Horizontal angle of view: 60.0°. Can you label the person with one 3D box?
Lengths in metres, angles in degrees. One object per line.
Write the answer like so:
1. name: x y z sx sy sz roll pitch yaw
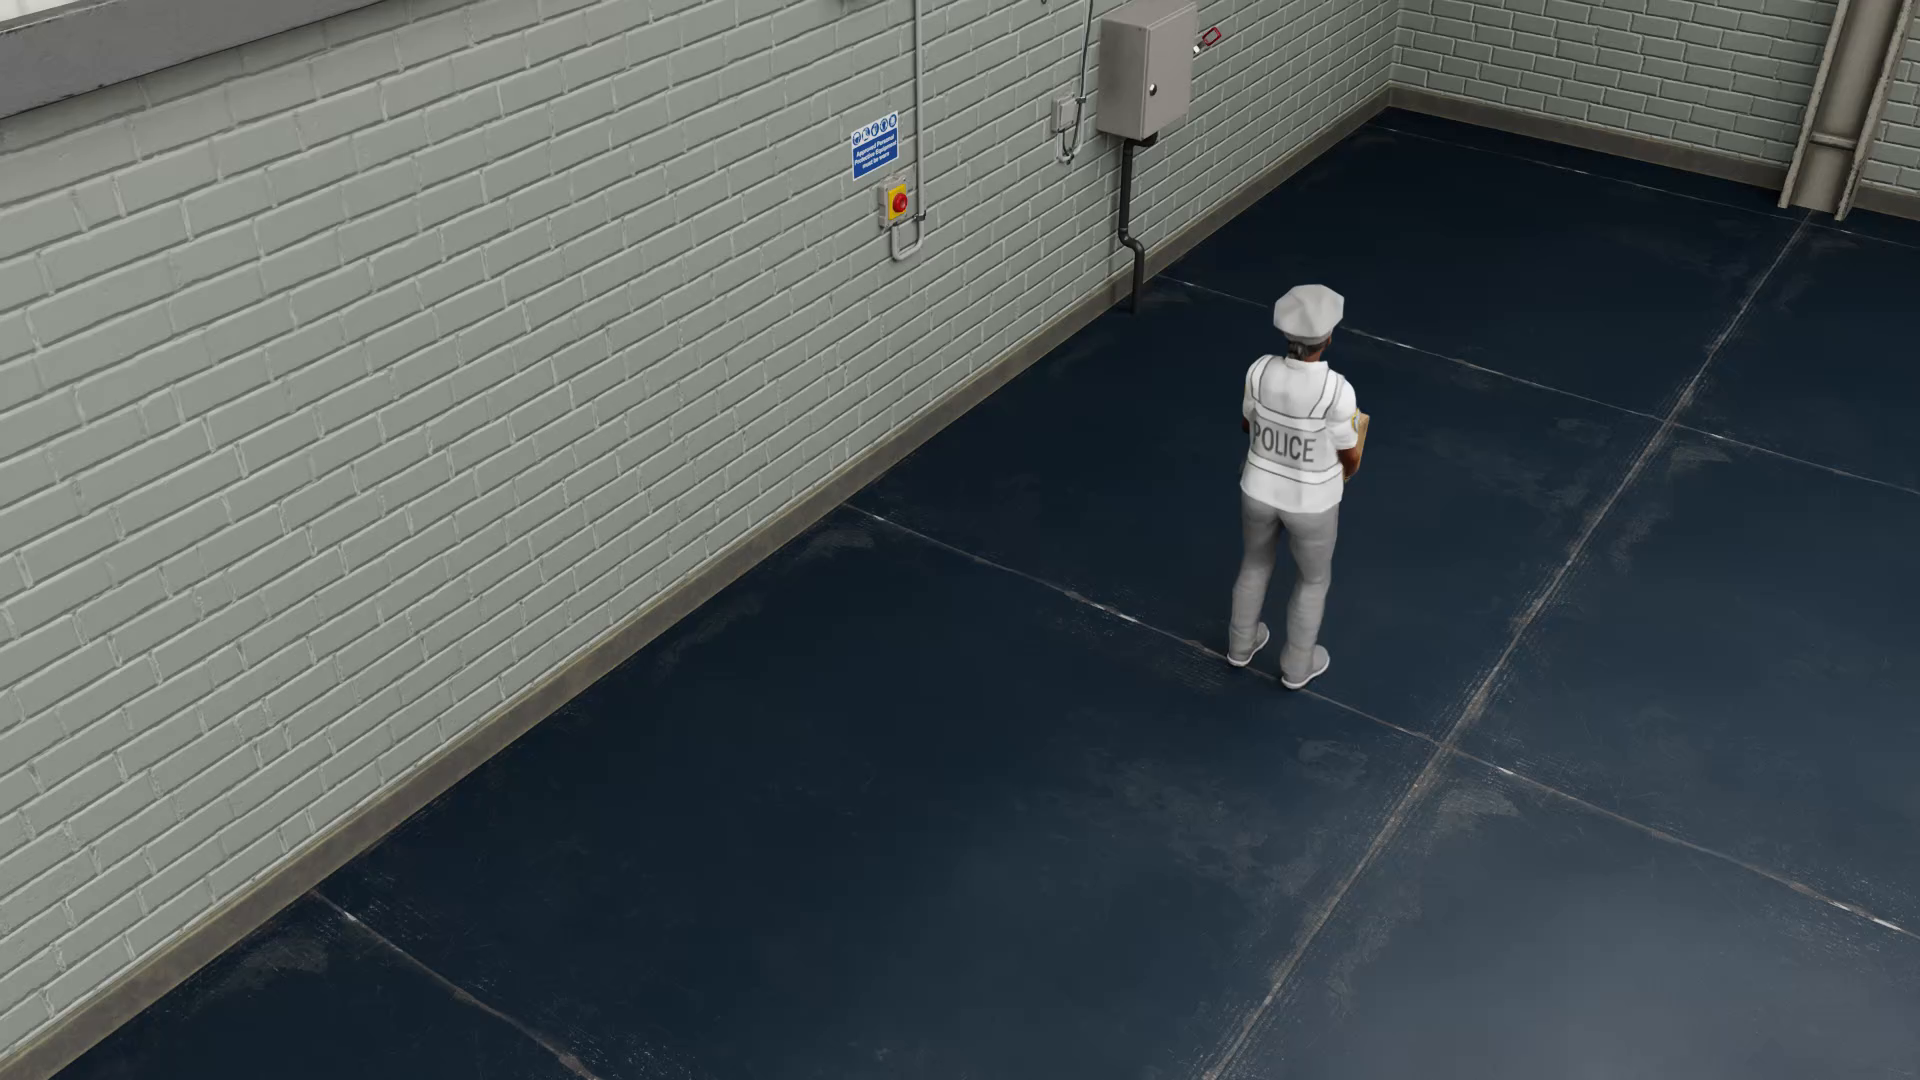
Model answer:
1. person: 1.307 -0.215 6.426 0.472 1.691 0.488 21 40 28
